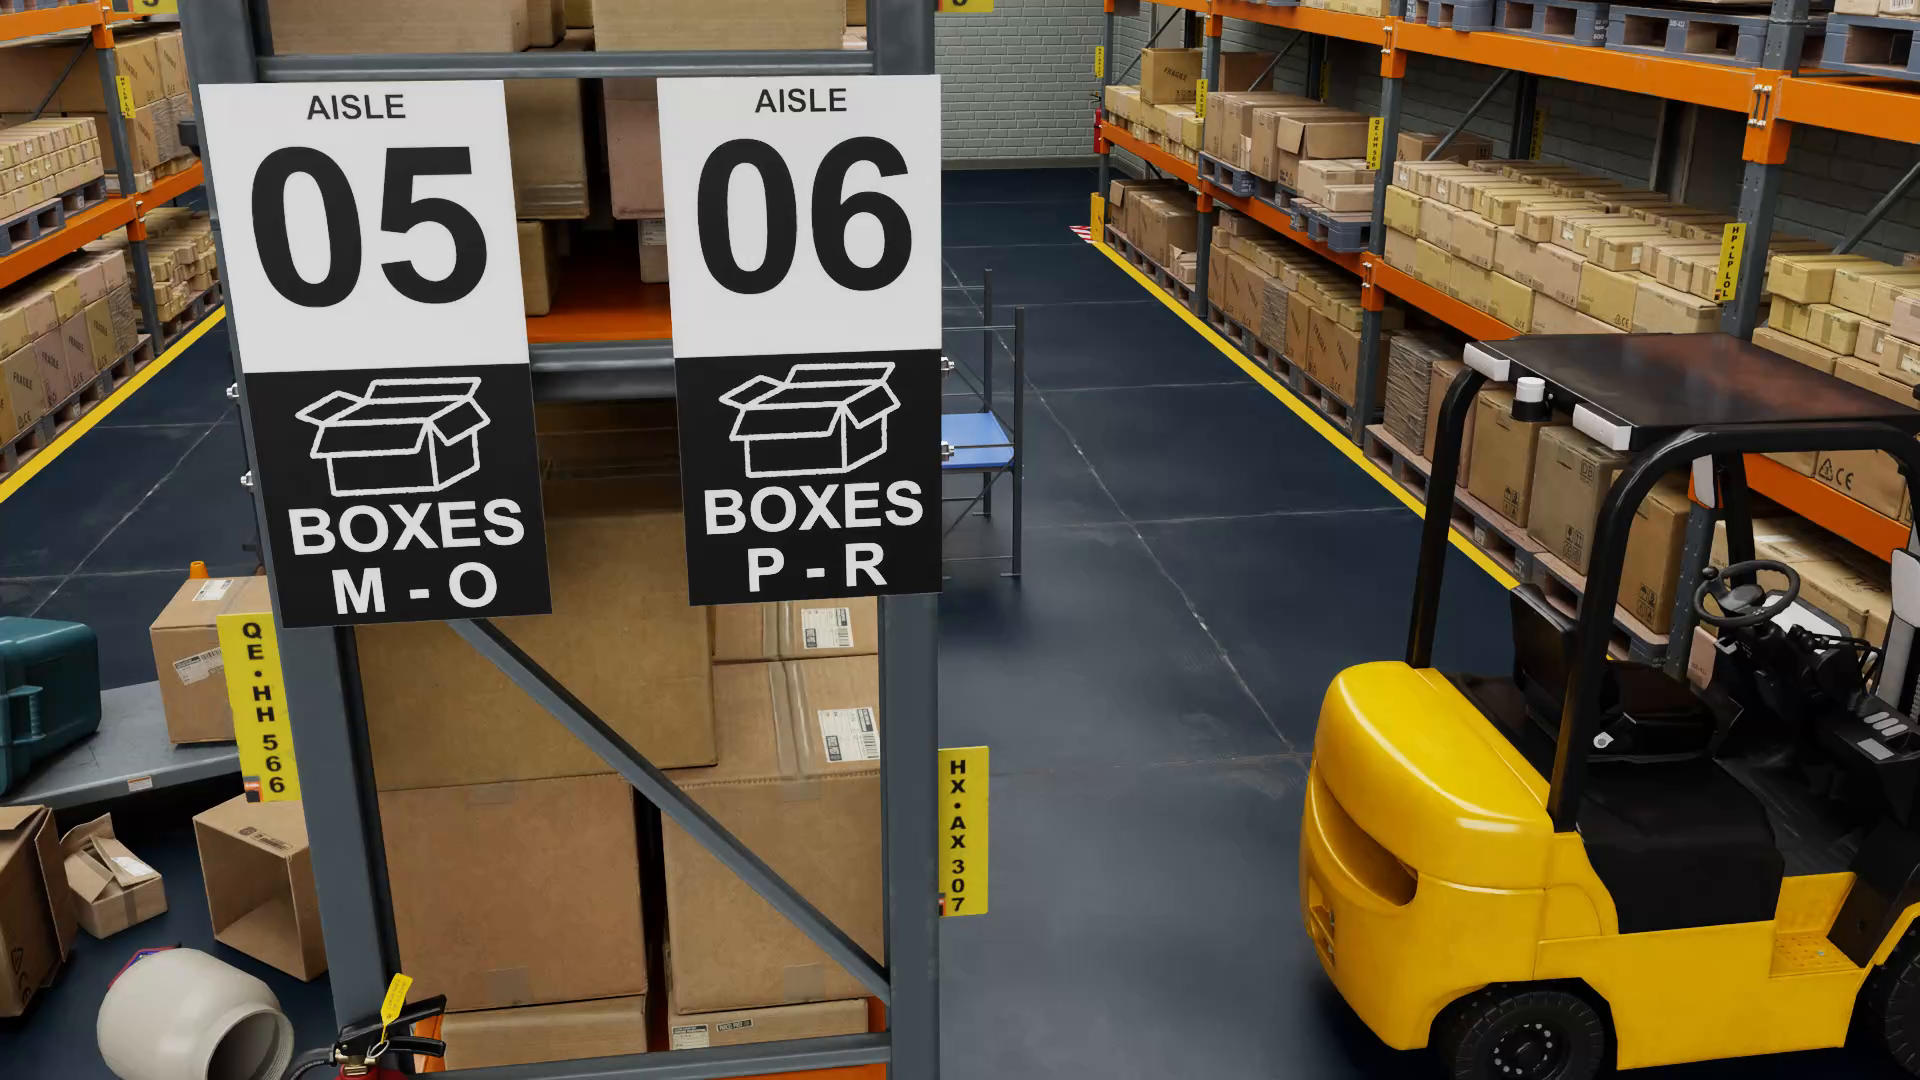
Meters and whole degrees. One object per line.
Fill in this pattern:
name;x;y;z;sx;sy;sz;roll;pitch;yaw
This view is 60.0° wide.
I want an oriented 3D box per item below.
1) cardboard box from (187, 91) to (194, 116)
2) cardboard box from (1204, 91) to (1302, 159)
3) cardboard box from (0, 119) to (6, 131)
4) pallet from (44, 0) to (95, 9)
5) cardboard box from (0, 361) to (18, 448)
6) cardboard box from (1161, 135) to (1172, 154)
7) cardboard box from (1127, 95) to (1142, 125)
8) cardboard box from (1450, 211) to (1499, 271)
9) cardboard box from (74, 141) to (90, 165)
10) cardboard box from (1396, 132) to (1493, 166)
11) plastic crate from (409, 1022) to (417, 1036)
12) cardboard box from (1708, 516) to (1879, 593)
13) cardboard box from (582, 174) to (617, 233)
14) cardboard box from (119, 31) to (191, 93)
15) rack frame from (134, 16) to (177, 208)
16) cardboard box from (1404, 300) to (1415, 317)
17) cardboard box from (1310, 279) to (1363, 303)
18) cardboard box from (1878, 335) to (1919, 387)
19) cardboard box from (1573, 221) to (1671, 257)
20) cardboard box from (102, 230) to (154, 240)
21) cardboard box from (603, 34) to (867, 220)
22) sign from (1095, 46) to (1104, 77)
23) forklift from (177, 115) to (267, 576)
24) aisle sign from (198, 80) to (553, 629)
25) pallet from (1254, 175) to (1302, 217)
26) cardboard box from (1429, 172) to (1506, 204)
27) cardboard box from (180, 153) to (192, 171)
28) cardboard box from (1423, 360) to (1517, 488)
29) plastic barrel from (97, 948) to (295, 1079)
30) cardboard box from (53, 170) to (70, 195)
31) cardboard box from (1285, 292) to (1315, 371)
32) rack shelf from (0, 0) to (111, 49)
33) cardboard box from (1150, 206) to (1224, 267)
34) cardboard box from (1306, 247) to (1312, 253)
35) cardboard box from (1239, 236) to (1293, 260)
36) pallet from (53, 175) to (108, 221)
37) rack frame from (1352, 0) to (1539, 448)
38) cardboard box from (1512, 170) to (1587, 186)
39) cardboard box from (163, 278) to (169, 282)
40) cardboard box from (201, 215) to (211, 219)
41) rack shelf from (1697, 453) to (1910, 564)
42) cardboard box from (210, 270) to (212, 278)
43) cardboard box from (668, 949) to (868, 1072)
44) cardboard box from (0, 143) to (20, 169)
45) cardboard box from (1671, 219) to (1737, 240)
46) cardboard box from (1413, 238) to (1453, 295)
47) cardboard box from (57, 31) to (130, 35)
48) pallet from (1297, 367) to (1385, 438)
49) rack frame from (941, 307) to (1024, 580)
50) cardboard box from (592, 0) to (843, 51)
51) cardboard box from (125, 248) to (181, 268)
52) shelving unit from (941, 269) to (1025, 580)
cardboard box;-7.196;-3.837;15.133;0.500;0.500;0.500;-2;21;-5
cardboard box;2.491;-3.536;14.153;0.700;0.500;0.500;-2;21;-6
cardboard box;-7.550;-3.133;12.726;0.380;0.149;0.250;-2;21;-5
pallet;-7.168;-4.033;12.208;1.213;0.211;1.003;-3;21;-8
cardboard box;-6.425;-0.834;10.633;0.500;0.500;0.500;-4;21;-10
cardboard box;2.151;-3.808;15.984;0.380;0.149;0.250;-3;21;-9
cardboard box;2.014;-4.405;17.011;0.500;0.250;0.500;-3;21;-9
cardboard box;3.170;-1.729;9.557;0.500;0.250;0.500;-3;21;-9
cardboard box;-6.860;-2.934;12.619;0.380;0.149;0.250;-3;21;-7
cardboard box;3.300;-2.516;11.422;0.500;0.500;0.500;-2;21;-5
plastic crate;-1.700;1.503;5.578;0.402;0.080;0.583;-11;23;-26
cardboard box;3.555;0.105;7.049;0.500;0.250;0.500;-3;21;-9
cardboard box;-0.910;-0.731;3.458;0.380;0.149;0.250;-3;21;-7
cardboard box;-7.180;-4.291;14.920;0.500;0.500;0.500;-4;21;-10
rack frame;-7.729;-4.320;16.995;1.000;3.000;0.127;-3;21;-8
cardboard box;3.441;-1.706;12.041;0.380;0.149;0.250;-2;21;-6
cardboard box;2.840;-1.854;12.439;0.380;0.149;0.250;-2;21;-6
cardboard box;3.648;-0.661;6.129;0.380;0.149;0.250;-2;21;-7
cardboard box;3.344;-1.513;8.411;0.380;0.149;0.250;-3;21;-9
cardboard box;-7.780;-2.807;15.567;0.380;0.149;0.250;-3;21;-7
cardboard box;-0.347;-0.727;2.877;0.500;0.250;0.500;-3;21;-9
sign;1.529;-5.234;18.206;0.100;0.325;0.005;-3;21;-8
forklift;-3.249;-1.203;8.747;1.130;2.935;3.031;-2;21;-6
aisle sign;-0.817;-0.247;2.374;0.394;0.787;0.004;-3;21;-8
pallet;2.935;-2.669;12.851;1.003;0.211;1.213;-3;21;-8
cardboard box;3.076;-2.132;10.067;0.380;0.149;0.250;-2;21;-6
cardboard box;-7.107;-3.385;14.852;0.380;0.149;0.250;-2;21;-5
cardboard box;3.398;-0.728;10.172;0.875;0.625;0.625;-2;21;-6
plastic barrel;-2.334;1.503;5.086;0.512;0.421;0.421;12;24;30
cardboard box;-6.791;-2.623;12.212;0.380;0.149;0.250;-4;21;-11
cardboard box;2.806;-1.602;12.692;0.500;0.500;0.500;-2;21;-5
rack shelf;-6.864;-3.311;11.034;1.077;0.370;4.000;-3;21;-8
cardboard box;2.295;-3.008;16.455;0.700;0.500;0.500;-4;21;-10
cardboard box;3.131;-2.426;13.970;0.380;0.149;0.250;-4;21;-10
cardboard box;2.596;-2.483;14.122;0.380;0.149;0.250;-4;21;-11
pallet;-7.186;-2.573;12.593;1.003;0.211;1.213;-3;21;-8
rack frame;3.220;-2.086;11.015;1.000;3.000;0.127;-3;21;-8
cardboard box;3.592;-2.157;10.134;0.380;0.149;0.250;-3;21;-8
cardboard box;-7.013;-2.160;14.262;0.380;0.149;0.250;-3;21;-7
cardboard box;-7.259;-3.116;16.396;0.380;0.149;0.250;-3;21;-9
rack shelf;4.085;0.328;5.579;1.077;0.370;4.000;-3;21;-8
cardboard box;-7.227;-2.473;15.524;0.380;0.149;0.250;-2;21;-6
cardboard box;-0.383;0.925;3.312;0.380;0.149;0.250;-3;21;-8
cardboard box;-6.674;-2.619;11.350;0.380;0.149;0.250;-3;21;-9
cardboard box;3.868;-1.542;8.486;0.380;0.149;0.250;-3;21;-8
cardboard box;3.109;-1.676;10.130;0.500;0.250;0.500;-3;21;-9
cardboard box;-7.718;-4.274;14.875;0.500;0.500;0.500;-4;21;-9
pallet;3.149;-1.040;12.200;1.003;0.211;1.213;-3;21;-8
rack frame;0.086;-0.497;8.903;0.500;1.500;0.032;-3;21;-8
cardboard box;-0.388;-0.859;2.662;0.380;0.149;0.250;-3;21;-8
cardboard box;-7.123;-2.477;14.685;0.380;0.149;0.250;-3;21;-9
shelving unit;0.012;-0.673;9.375;0.538;1.500;1.048;-3;21;-8
